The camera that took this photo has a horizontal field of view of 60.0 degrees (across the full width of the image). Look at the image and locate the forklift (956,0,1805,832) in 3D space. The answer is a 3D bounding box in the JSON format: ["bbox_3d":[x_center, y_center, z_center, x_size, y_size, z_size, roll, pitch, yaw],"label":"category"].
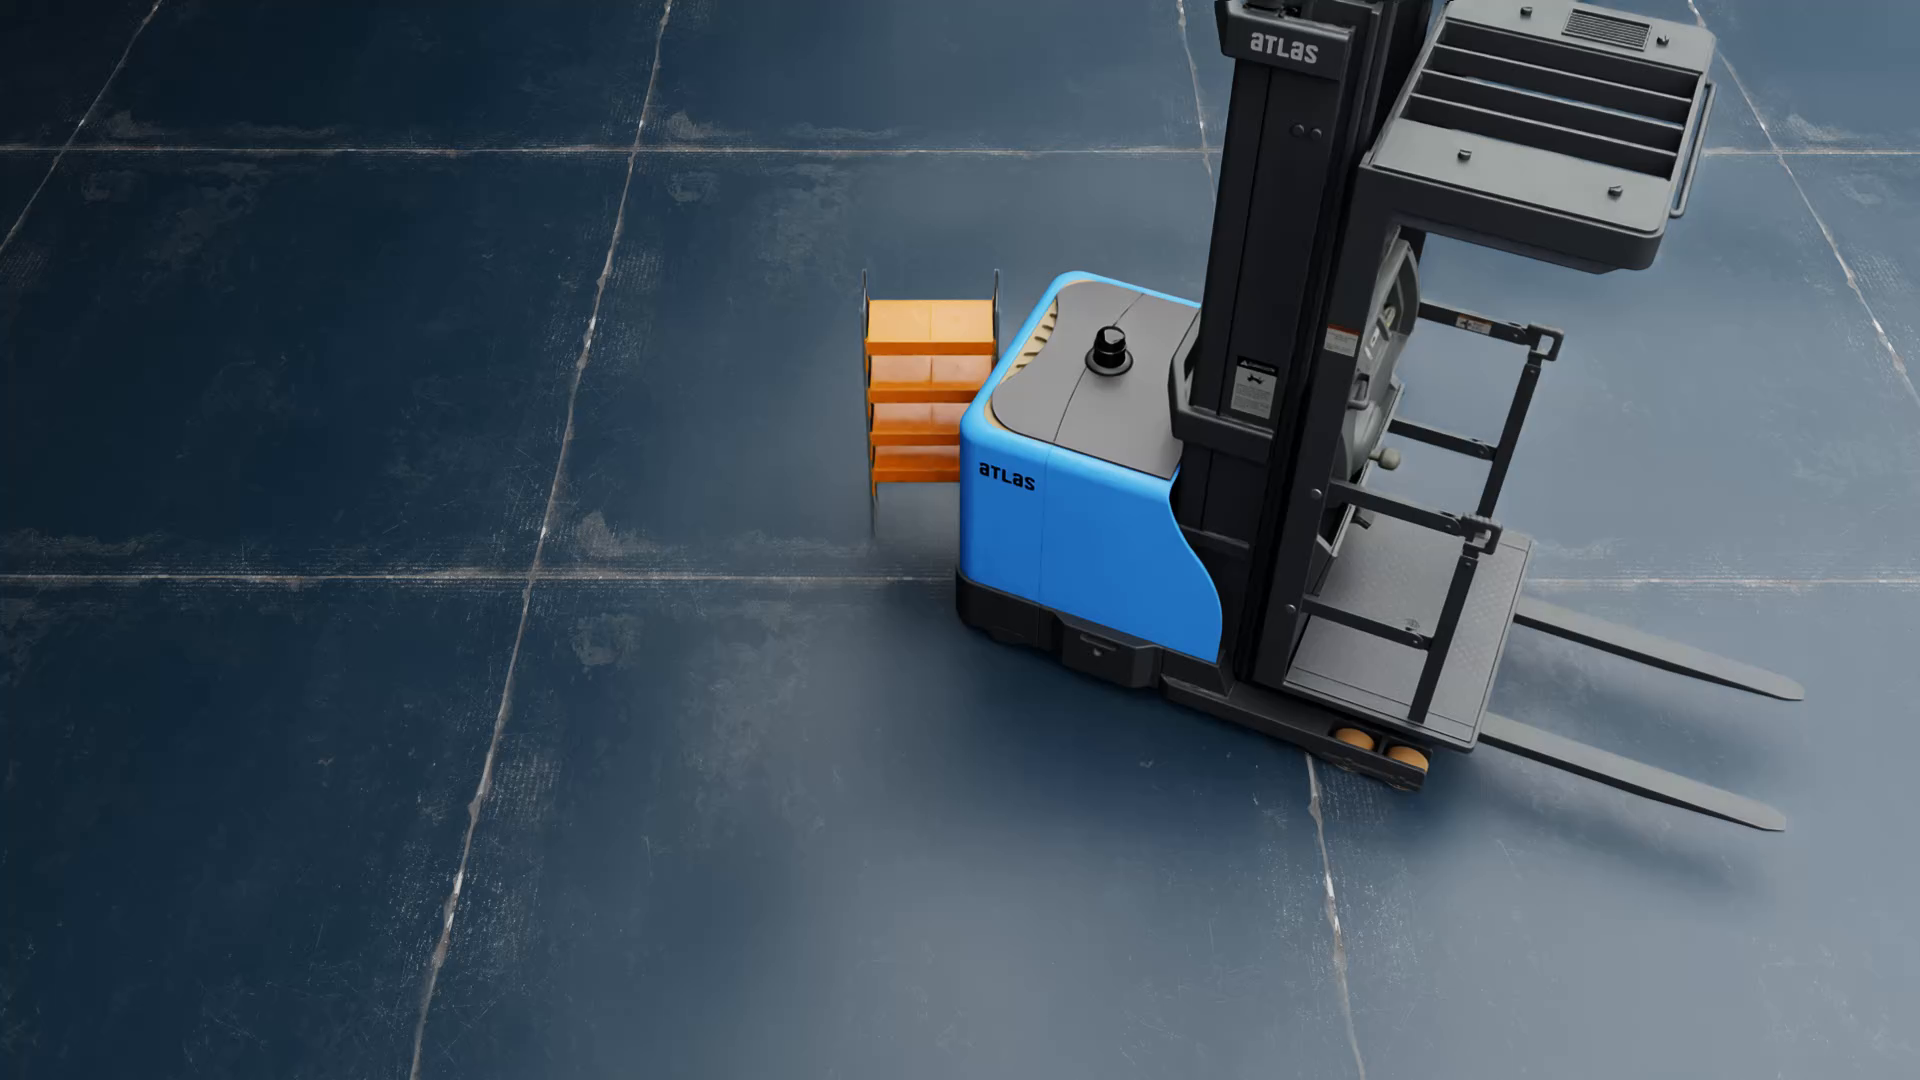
[{"bbox_3d":[1.545,-0.545,5.335,3.031,2.935,1.130,18,50,16],"label":"forklift"}]

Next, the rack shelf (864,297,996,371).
[{"bbox_3d":[-0.109,-0.767,6.188,0.480,0.148,0.258,0,47,0],"label":"rack shelf"}]

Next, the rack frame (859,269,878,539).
[{"bbox_3d":[-0.353,-0.499,6.476,0.015,1.200,0.240,0,47,0],"label":"rack frame"}]

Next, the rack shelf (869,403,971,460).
[{"bbox_3d":[-0.109,-0.453,6.525,0.480,0.148,0.258,0,47,0],"label":"rack shelf"}]

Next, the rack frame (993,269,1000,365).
[{"bbox_3d":[0.135,-0.499,6.475,0.015,1.200,0.240,0,47,0],"label":"rack frame"}]

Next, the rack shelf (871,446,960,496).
[{"bbox_3d":[-0.109,-0.318,6.670,0.480,0.148,0.258,0,47,0],"label":"rack shelf"}]

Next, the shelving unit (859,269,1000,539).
[{"bbox_3d":[-0.109,-0.499,6.475,0.503,1.200,0.258,0,47,0],"label":"shelving unit"}]

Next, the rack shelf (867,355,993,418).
[{"bbox_3d":[-0.109,-0.605,6.361,0.480,0.148,0.258,0,47,0],"label":"rack shelf"}]
